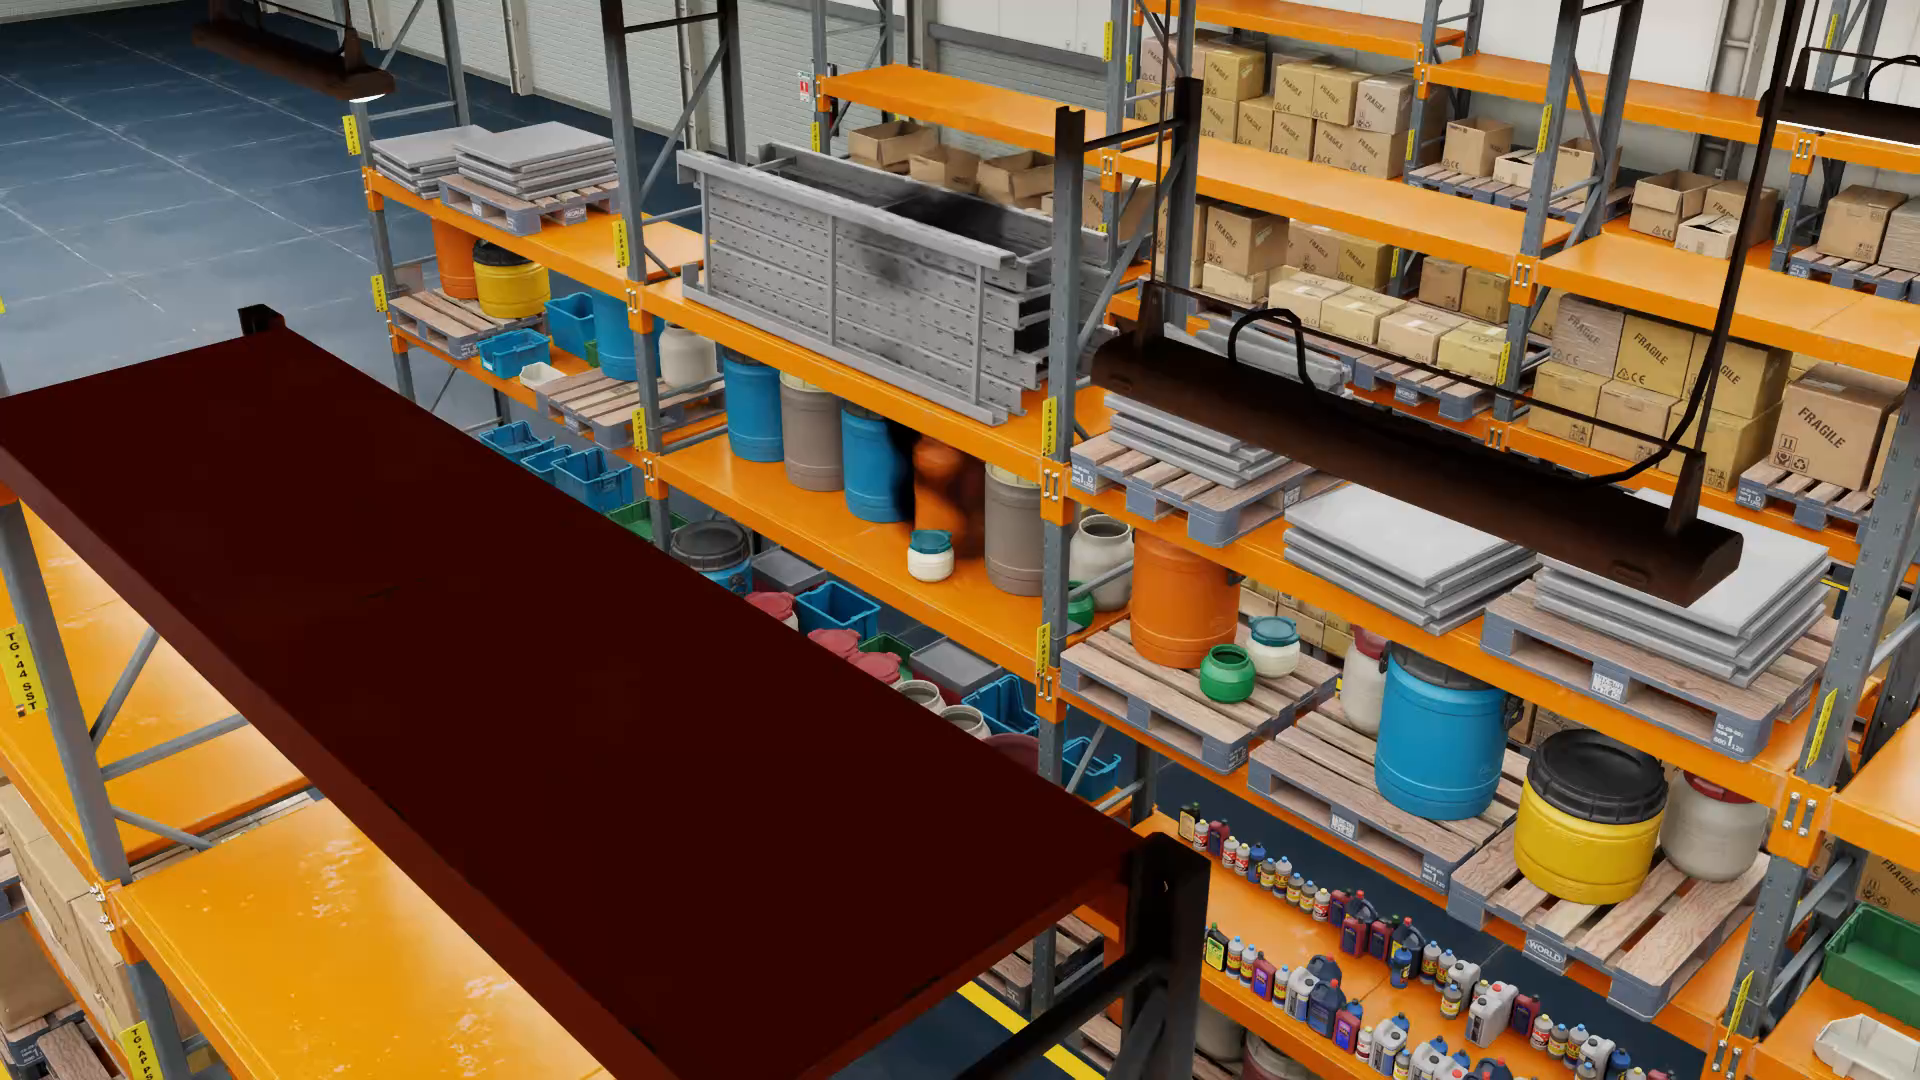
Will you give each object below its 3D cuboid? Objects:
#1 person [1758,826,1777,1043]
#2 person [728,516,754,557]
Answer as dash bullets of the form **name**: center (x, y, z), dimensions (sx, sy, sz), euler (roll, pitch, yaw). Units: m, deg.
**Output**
- **person**: center (4.889, 2.469, 10.444), dimensions (0.925, 1.638, 0.583), euler (23, 36, 36)
- **person**: center (-2.020, -0.254, 15.554), dimensions (0.740, 1.693, 0.616), euler (24, 37, 38)
